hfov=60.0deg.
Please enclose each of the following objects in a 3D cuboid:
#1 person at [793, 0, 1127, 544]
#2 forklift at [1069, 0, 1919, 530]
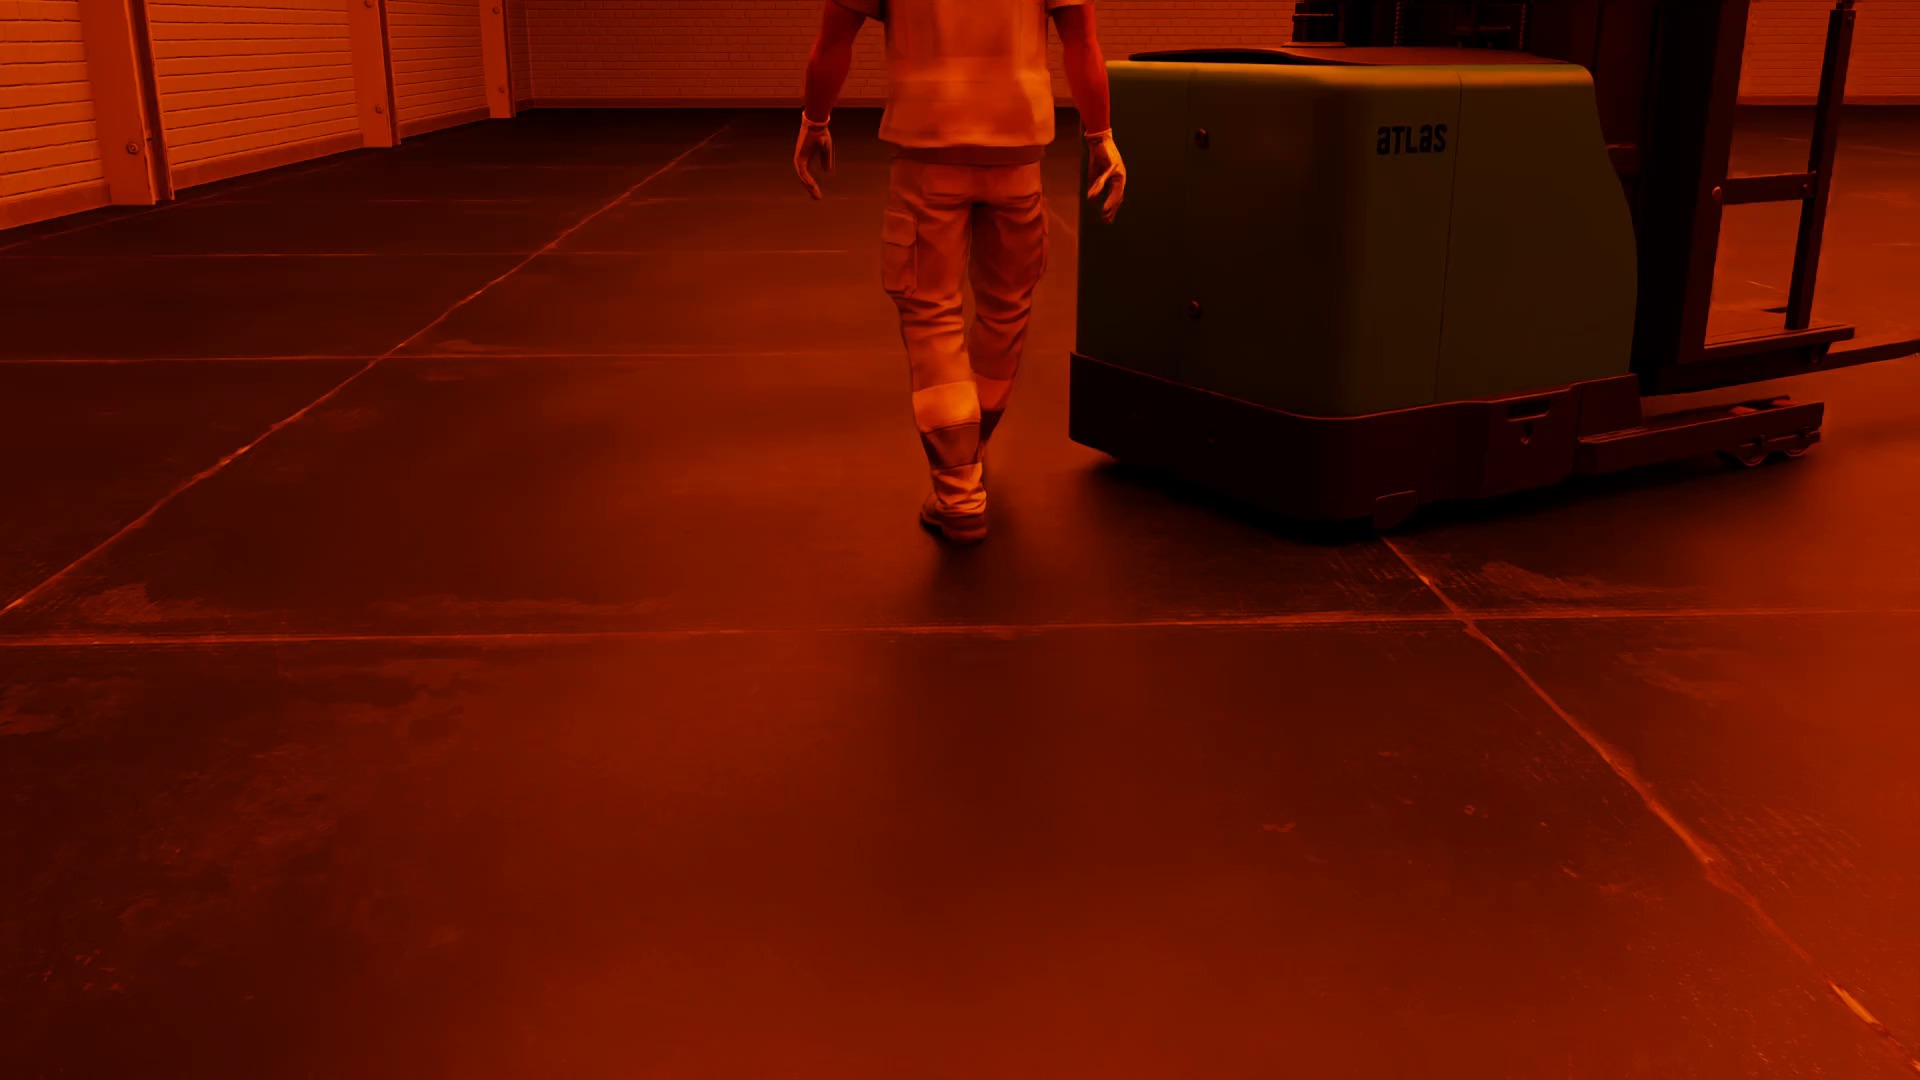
[{"bbox_3d":[-0.021,-0.942,3.999,0.751,1.753,0.789,-4,18,-13],"label":"person"},{"bbox_3d":[1.830,-1.724,4.544,3.031,2.935,1.130,-10,20,-30],"label":"forklift"}]
